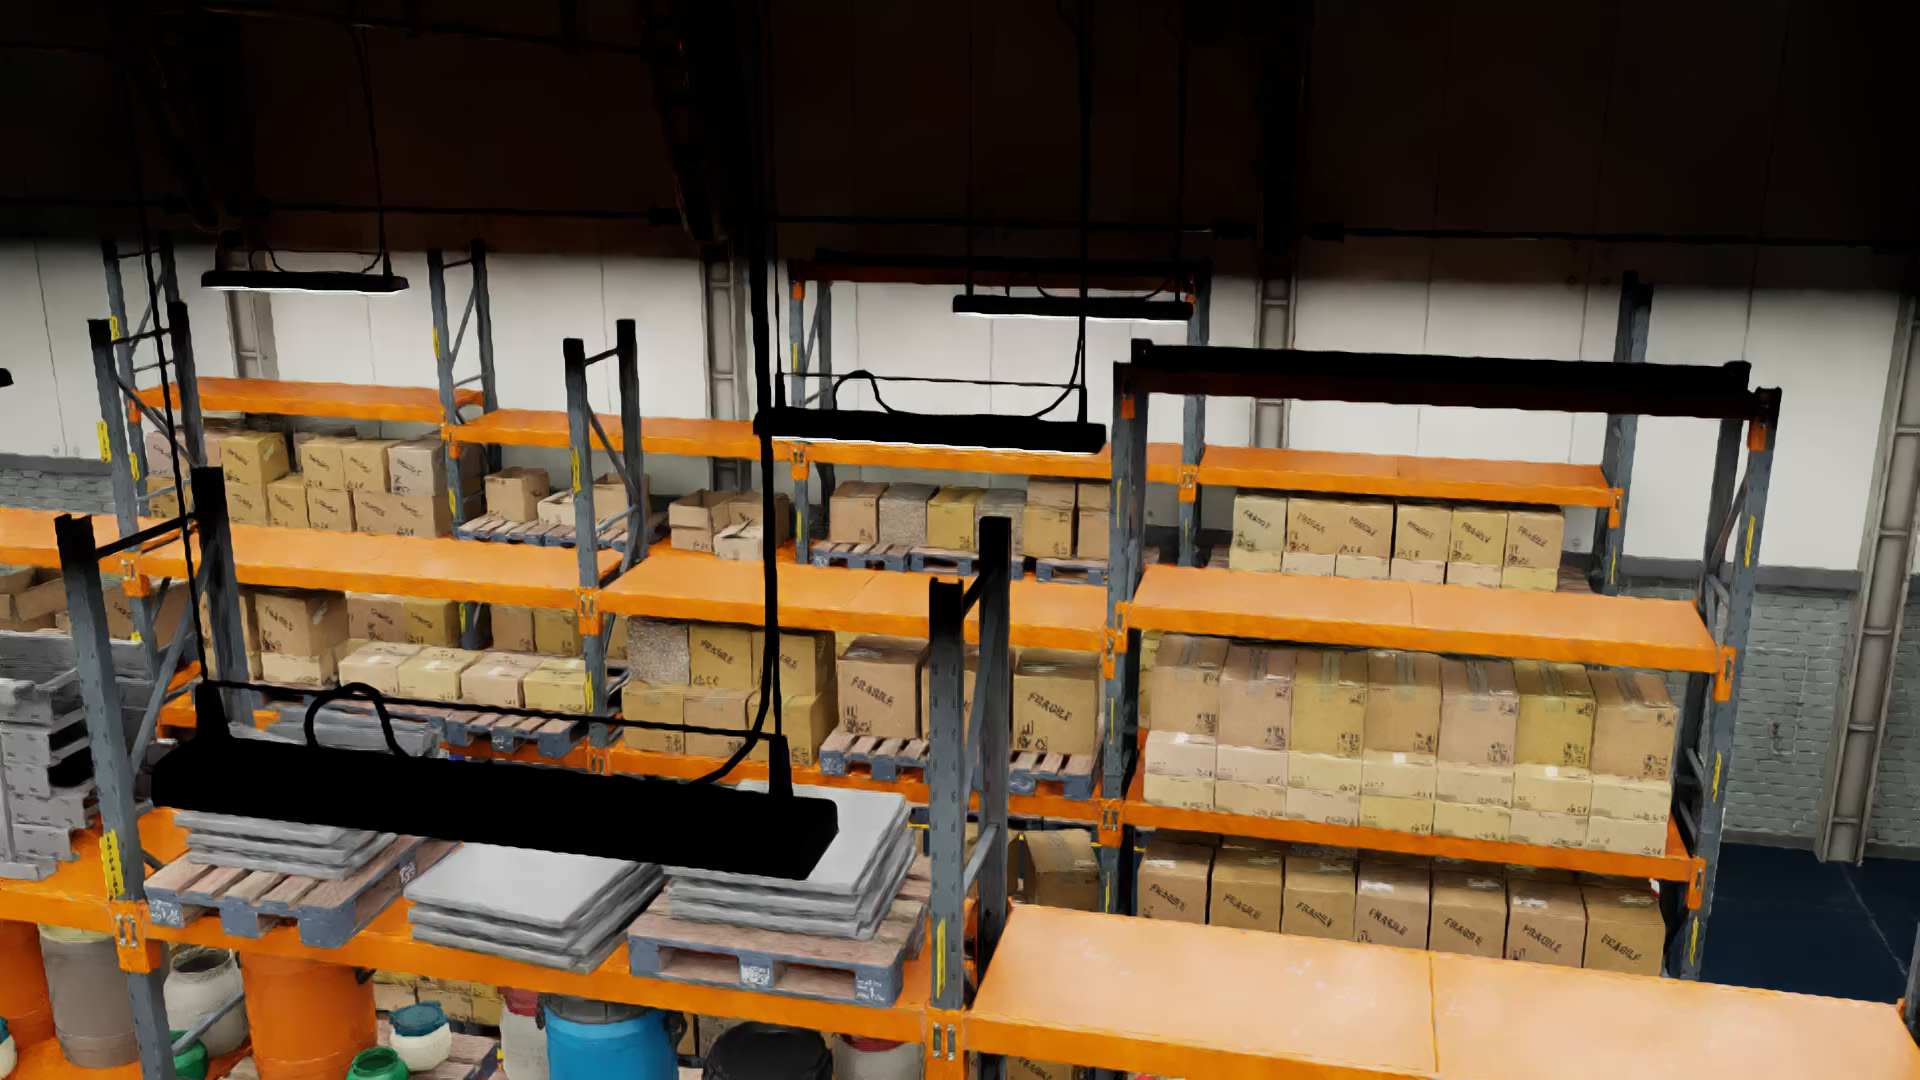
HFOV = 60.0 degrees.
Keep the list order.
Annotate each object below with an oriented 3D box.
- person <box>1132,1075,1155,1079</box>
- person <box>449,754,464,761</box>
[{"bbox_3d":[1.282,4.247,10.782,0.547,1.742,0.677,3,17,11],"label":"person"},{"bbox_3d":[-5.196,2.475,17.067,1.089,1.558,0.450,3,17,11],"label":"person"}]
